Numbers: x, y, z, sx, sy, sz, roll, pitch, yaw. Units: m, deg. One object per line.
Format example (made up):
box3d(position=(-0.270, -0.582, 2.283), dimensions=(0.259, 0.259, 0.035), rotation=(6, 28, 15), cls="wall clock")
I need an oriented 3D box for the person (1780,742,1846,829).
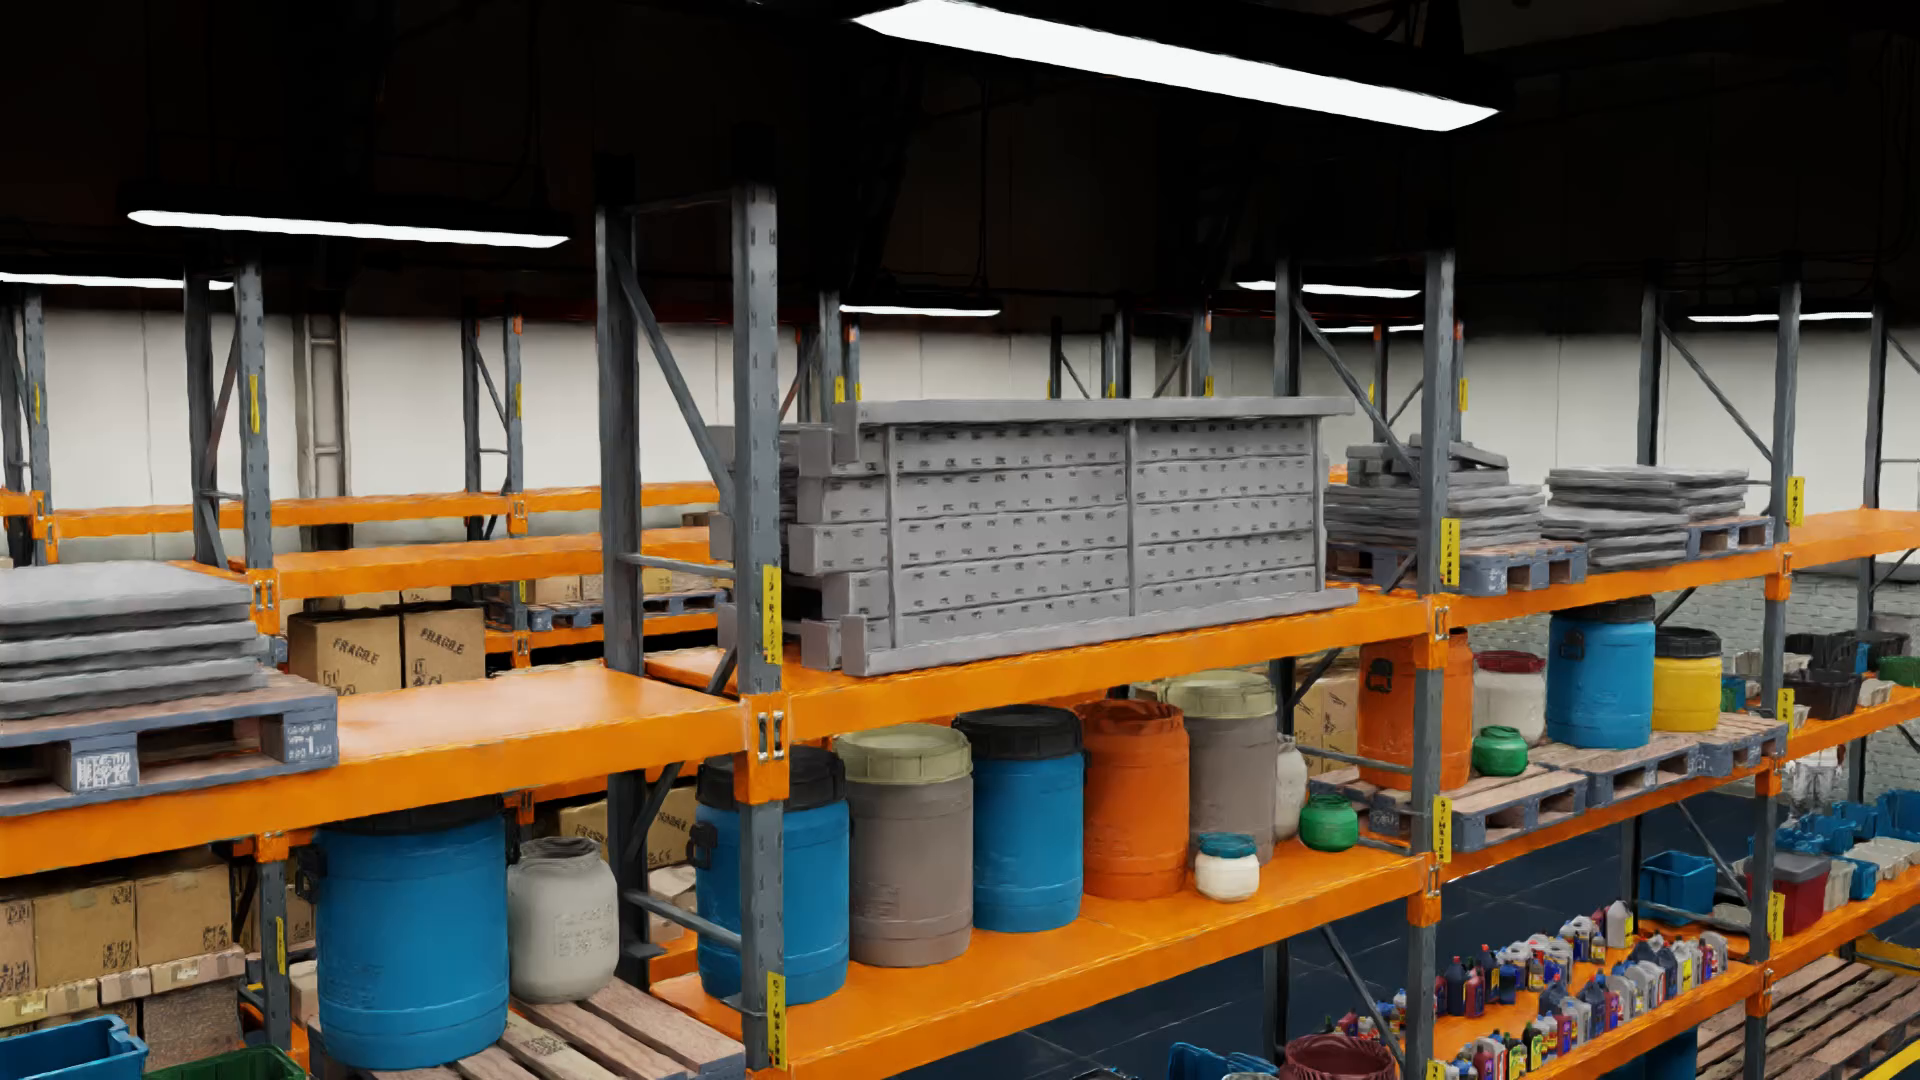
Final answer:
box3d(position=(9.597, 2.520, 18.683), dimensions=(0.603, 1.777, 0.570), rotation=(1, 6, 13), cls="person")
